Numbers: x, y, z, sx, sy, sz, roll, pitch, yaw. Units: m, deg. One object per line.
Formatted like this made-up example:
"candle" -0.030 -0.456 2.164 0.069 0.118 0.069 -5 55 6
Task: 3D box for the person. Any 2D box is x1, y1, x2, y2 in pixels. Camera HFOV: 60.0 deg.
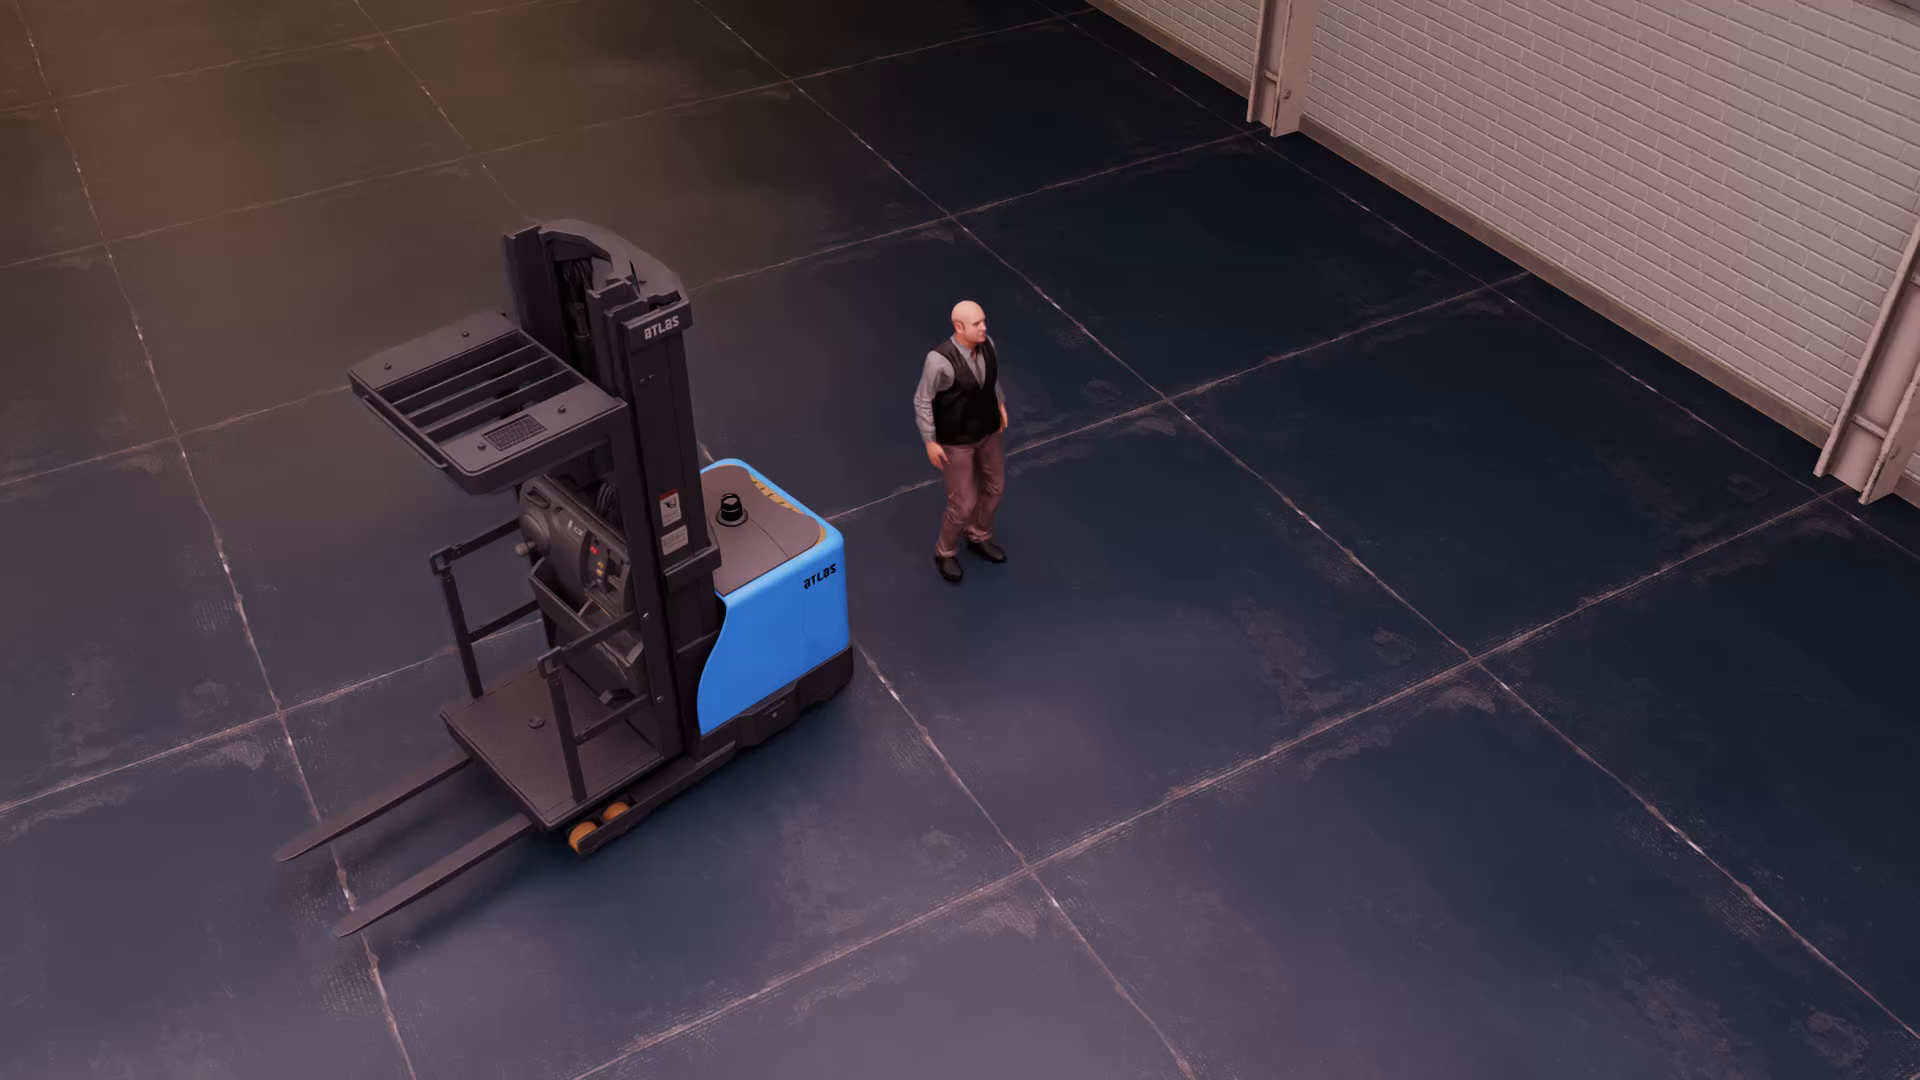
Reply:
"person" 0.065 -0.600 9.743 0.504 1.711 0.712 32 49 32

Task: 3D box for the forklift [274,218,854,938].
"forklift" -2.018 0.084 7.935 3.031 2.935 1.130 -31 49 -32
